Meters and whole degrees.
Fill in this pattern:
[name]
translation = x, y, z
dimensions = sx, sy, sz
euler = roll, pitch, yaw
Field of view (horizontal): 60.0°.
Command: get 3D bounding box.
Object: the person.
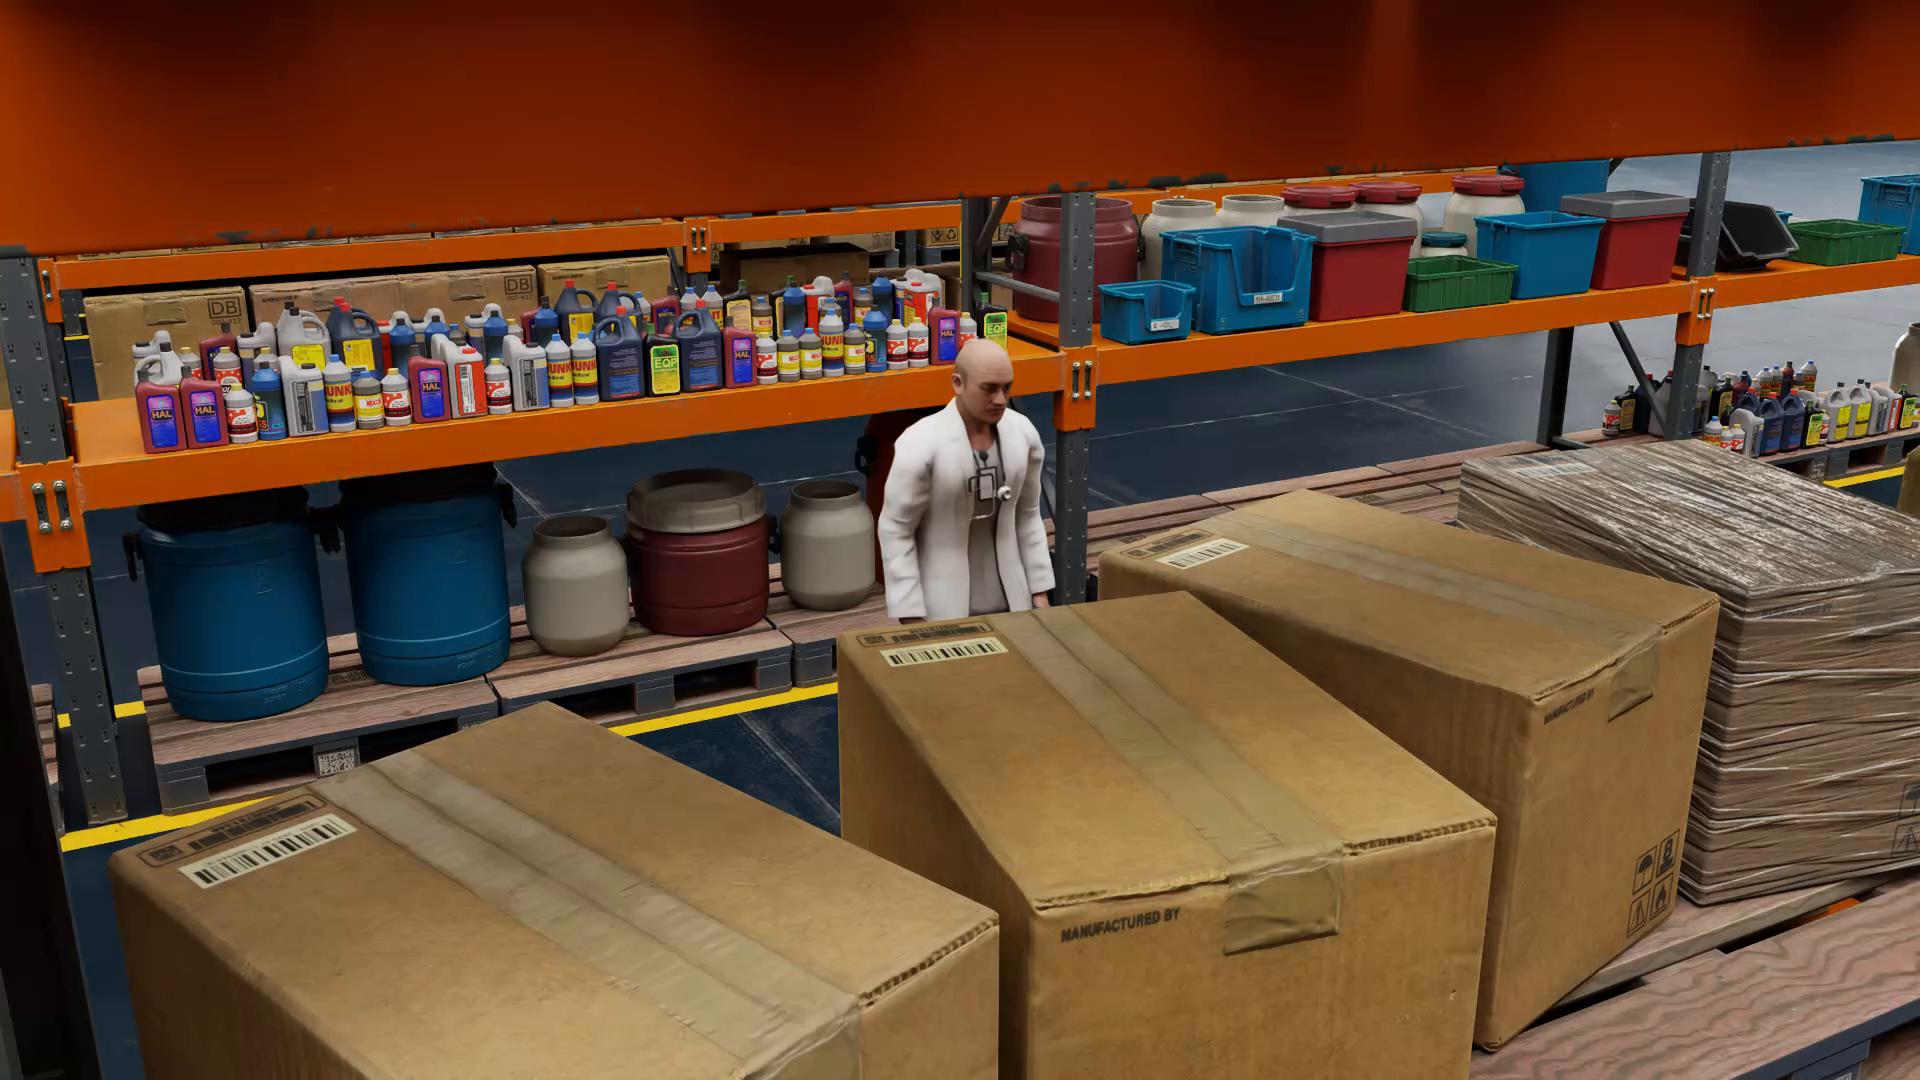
[person]
translation = 0.036, 0.218, 5.418
dimensions = 0.617, 1.774, 0.426
euler = -10, 21, -29
